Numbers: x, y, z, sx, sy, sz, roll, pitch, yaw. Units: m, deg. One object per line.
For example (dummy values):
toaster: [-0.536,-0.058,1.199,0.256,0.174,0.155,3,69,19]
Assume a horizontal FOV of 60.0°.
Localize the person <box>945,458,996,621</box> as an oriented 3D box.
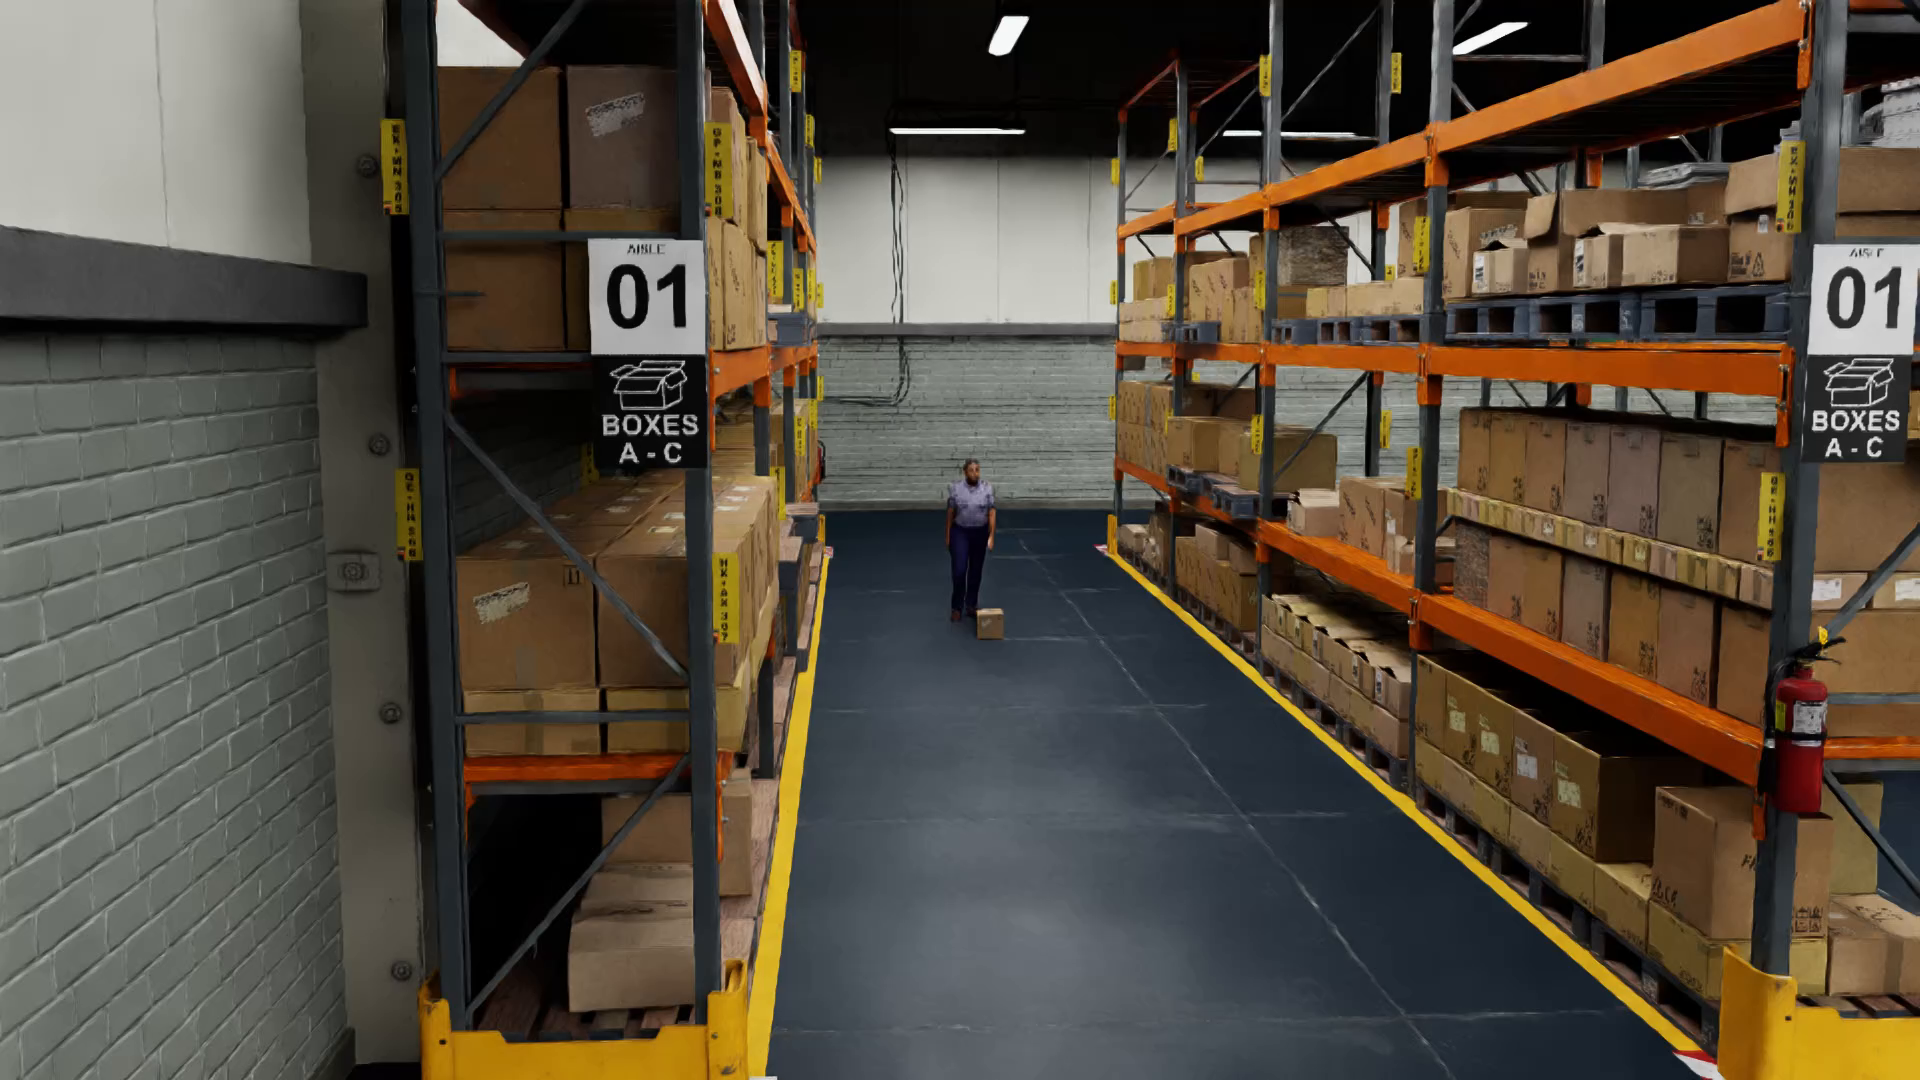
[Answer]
person: [0.108,-0.010,17.062,0.501,1.652,0.558,-1,7,-11]
